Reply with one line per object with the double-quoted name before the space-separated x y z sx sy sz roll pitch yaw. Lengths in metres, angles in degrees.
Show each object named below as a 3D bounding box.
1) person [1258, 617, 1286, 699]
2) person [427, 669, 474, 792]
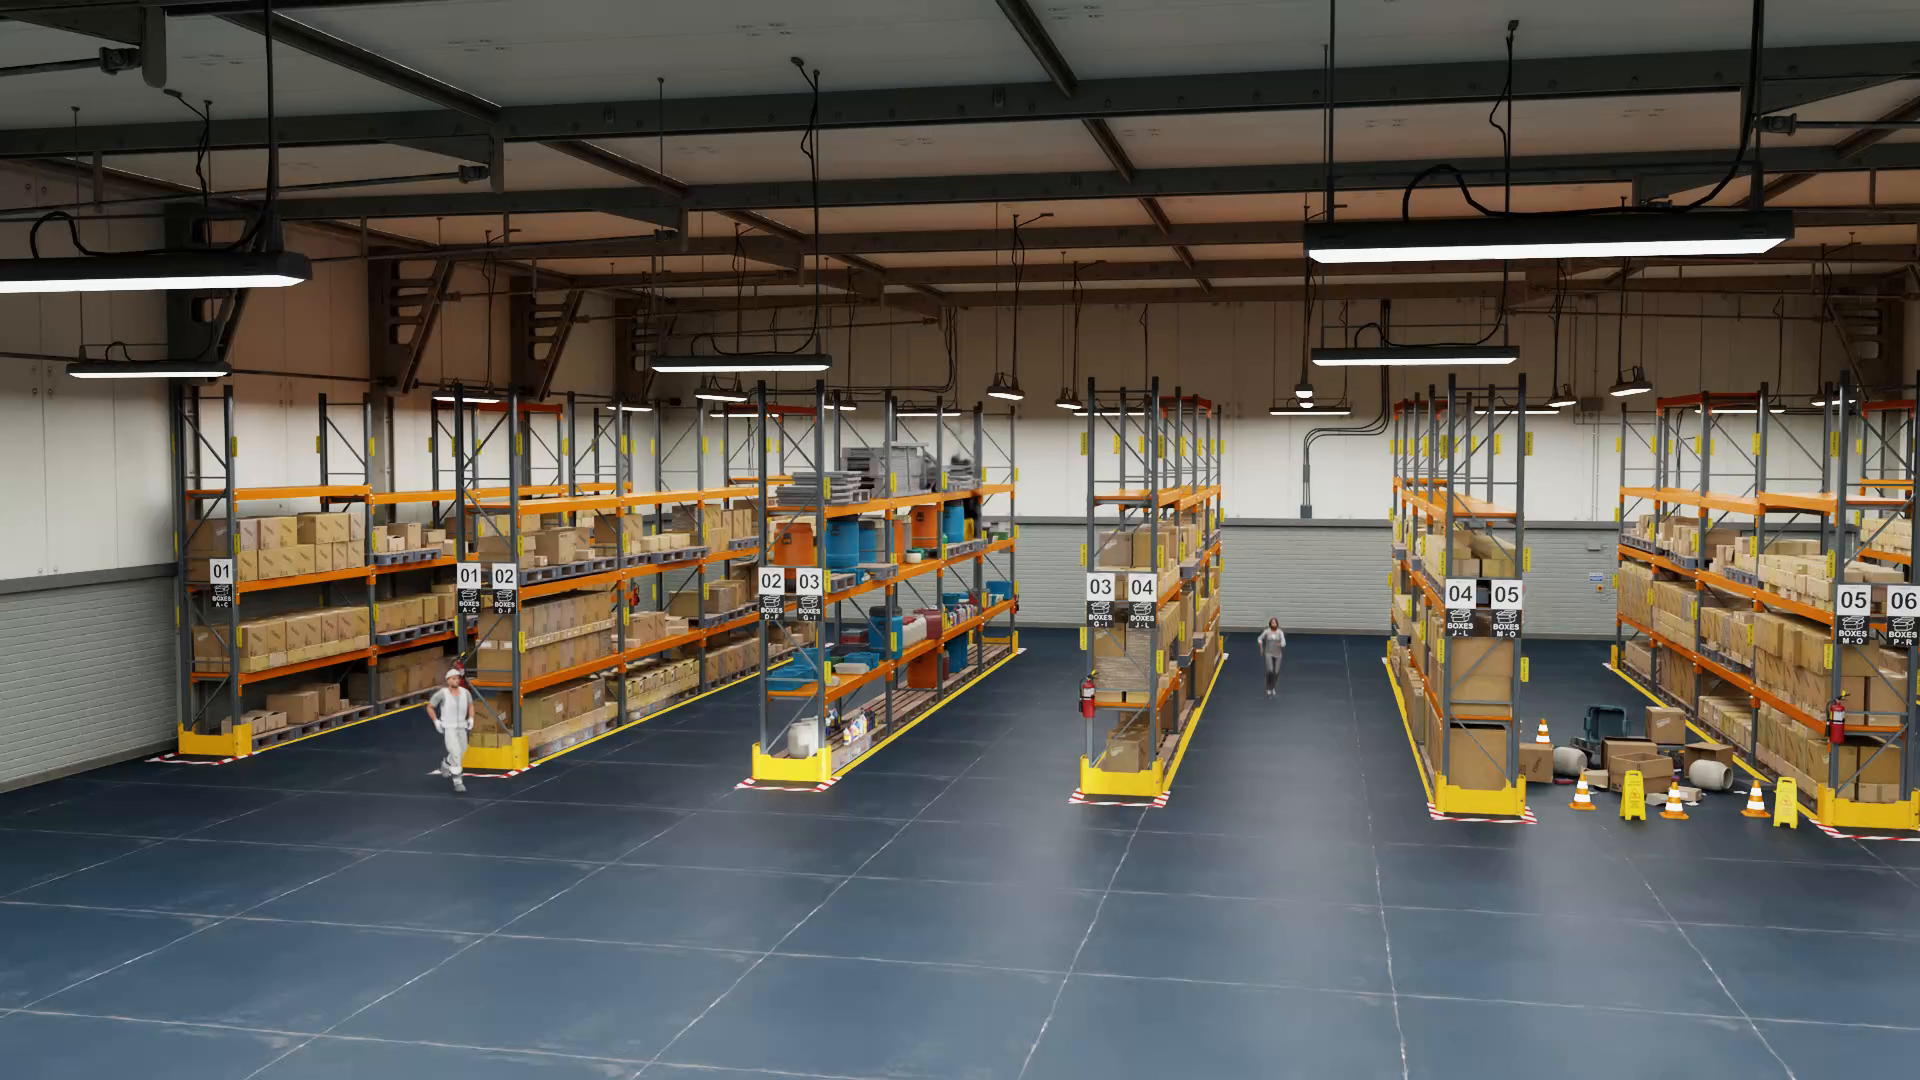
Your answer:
"person" 6.229 2.356 33.133 0.503 1.601 0.672 0 3 -2
"person" -7.446 2.763 24.381 0.684 1.762 0.843 -3 4 -45
